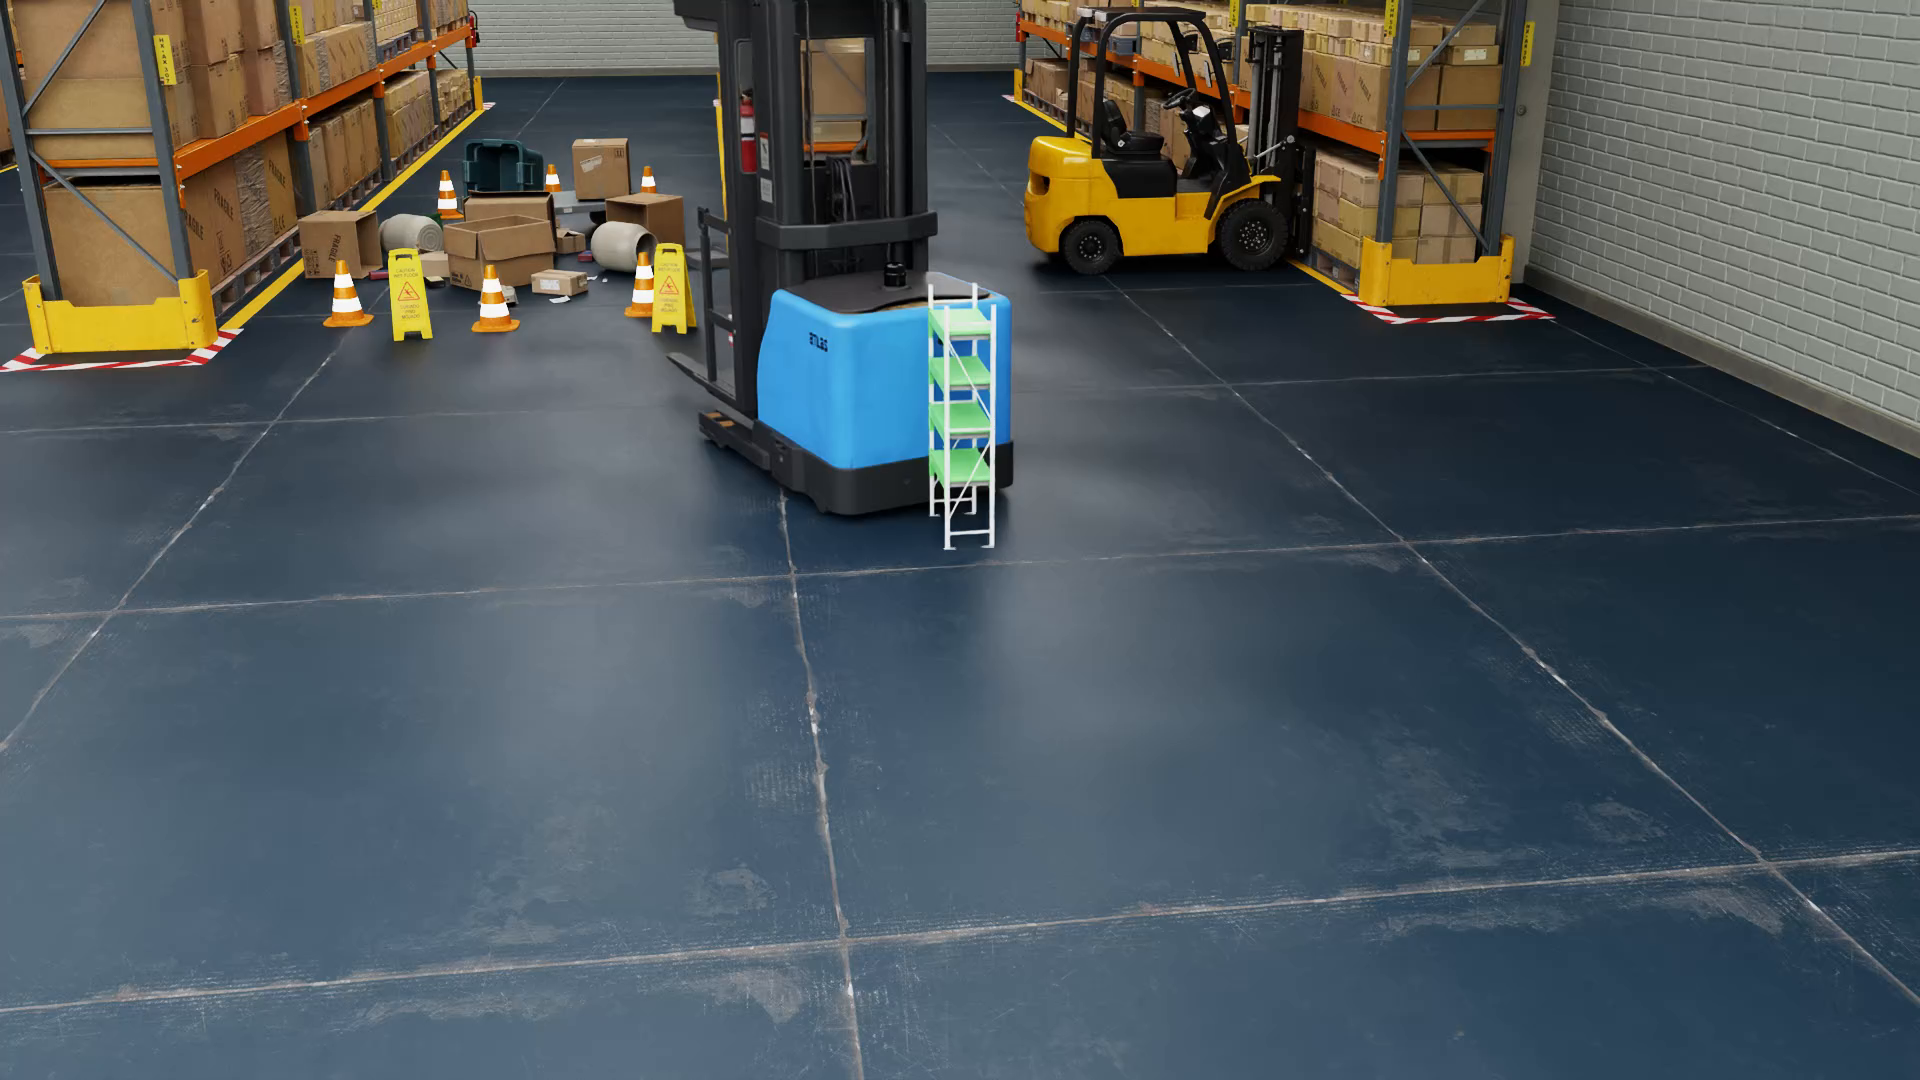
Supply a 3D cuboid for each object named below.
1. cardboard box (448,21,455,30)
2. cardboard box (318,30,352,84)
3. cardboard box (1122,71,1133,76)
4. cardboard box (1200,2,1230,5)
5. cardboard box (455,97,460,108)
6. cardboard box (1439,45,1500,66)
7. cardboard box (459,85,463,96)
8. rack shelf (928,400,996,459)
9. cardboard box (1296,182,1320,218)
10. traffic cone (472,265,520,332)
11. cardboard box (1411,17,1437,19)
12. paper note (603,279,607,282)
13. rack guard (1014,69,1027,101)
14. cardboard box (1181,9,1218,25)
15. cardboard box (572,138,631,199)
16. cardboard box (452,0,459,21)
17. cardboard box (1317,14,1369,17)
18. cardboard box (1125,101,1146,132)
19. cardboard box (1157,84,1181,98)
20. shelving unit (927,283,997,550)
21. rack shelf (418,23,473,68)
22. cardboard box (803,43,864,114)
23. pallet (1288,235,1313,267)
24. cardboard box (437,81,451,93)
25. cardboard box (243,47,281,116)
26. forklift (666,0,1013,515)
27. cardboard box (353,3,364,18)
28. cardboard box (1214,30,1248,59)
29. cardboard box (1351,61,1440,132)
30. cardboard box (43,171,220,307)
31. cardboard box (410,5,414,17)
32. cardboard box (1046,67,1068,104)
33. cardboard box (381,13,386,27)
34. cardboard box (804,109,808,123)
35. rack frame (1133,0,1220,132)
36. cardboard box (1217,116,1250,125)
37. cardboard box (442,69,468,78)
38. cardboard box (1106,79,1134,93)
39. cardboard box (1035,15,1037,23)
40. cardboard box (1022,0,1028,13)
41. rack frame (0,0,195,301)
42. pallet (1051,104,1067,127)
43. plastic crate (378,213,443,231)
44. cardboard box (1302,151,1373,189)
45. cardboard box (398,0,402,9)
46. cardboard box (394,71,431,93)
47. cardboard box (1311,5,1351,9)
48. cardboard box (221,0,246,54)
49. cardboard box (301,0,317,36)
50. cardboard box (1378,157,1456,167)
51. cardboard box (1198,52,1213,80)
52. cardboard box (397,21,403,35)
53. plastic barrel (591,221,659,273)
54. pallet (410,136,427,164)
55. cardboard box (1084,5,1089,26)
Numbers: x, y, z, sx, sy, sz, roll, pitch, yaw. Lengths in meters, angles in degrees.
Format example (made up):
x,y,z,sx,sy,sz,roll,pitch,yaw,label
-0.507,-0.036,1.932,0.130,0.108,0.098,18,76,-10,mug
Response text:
x,y,z,sx,sy,sz,roll,pitch,yaw,label
-7.847,-7.784,25.129,0.380,0.149,0.250,-4,21,-10,cardboard box
-6.588,-4.966,17.081,0.500,0.500,0.500,-3,21,-7,cardboard box
2.504,-6.548,23.505,0.380,0.149,0.250,-3,21,-7,cardboard box
3.051,-6.284,19.683,0.380,0.149,0.250,-2,21,-6,cardboard box
-7.753,-6.598,25.069,0.380,0.149,0.250,-3,21,-7,cardboard box
4.017,-3.832,13.119,0.380,0.149,0.250,-3,21,-9,cardboard box
-7.770,-6.828,25.259,0.380,0.149,0.250,-3,21,-7,cardboard box
0.006,-0.545,8.144,0.258,0.148,0.480,-3,21,-9,rack shelf
3.273,-2.998,14.571,0.500,0.250,0.500,-3,21,-9,cardboard box
-3.490,-1.821,12.430,0.336,0.463,0.334,-3,21,-8,traffic cone
3.832,-4.327,14.020,0.380,0.149,0.250,-2,21,-6,cardboard box
-3.010,-2.202,14.098,0.032,0.001,0.123,-3,21,-8,paper note
1.514,-7.693,28.099,1.175,0.500,0.348,-3,21,-8,rack guard
2.635,-5.722,18.180,0.380,0.149,0.250,-3,21,-9,cardboard box
-3.436,-3.567,15.971,0.500,0.500,0.500,-3,21,-8,cardboard box
-7.821,-8.044,24.898,0.500,0.500,0.500,-3,21,-8,cardboard box
3.322,-4.485,14.442,0.380,0.149,0.250,-3,21,-7,cardboard box
2.382,-5.282,21.043,0.500,0.500,0.500,-2,21,-6,cardboard box
2.762,-5.822,21.562,0.380,0.149,0.250,-3,21,-7,cardboard box
0.006,-0.605,8.121,0.258,1.200,0.503,-3,21,-9,shelving unit
-8.004,-7.325,24.568,1.077,0.370,4.000,-3,21,-8,rack shelf
-0.974,-3.642,13.113,0.500,0.500,0.500,-2,21,-6,cardboard box
3.485,-2.729,15.220,1.003,0.211,1.213,-3,21,-8,pallet
-7.643,-6.604,24.234,0.380,0.149,0.250,-2,21,-7,cardboard box
-6.396,-3.953,14.299,0.875,0.550,0.550,-3,21,-8,cardboard box
-0.878,-1.968,9.297,1.130,2.935,3.031,-11,23,-27,forklift
-7.015,-6.113,19.205,0.380,0.149,0.250,-3,21,-8,cardboard box
2.909,-5.057,16.968,0.500,0.250,0.500,-3,21,-9,cardboard box
3.478,-3.555,13.303,0.500,0.500,0.500,-3,21,-9,cardboard box
-6.149,-2.247,12.382,0.875,0.875,0.875,-3,21,-7,cardboard box
-7.424,-6.969,21.920,0.380,0.149,0.250,-3,21,-7,cardboard box
1.732,-7.042,25.756,0.700,0.500,0.500,-4,21,-10,cardboard box
-7.130,-6.253,20.006,0.380,0.149,0.250,-3,21,-8,cardboard box
-1.114,-3.559,13.816,0.380,0.149,0.250,-2,21,-6,cardboard box
2.656,-6.120,20.316,1.000,3.000,0.127,-3,21,-8,rack frame
3.042,-4.269,18.153,0.875,0.625,0.625,-3,21,-8,cardboard box
-7.965,-7.323,26.161,0.380,0.149,0.250,-3,21,-7,cardboard box
2.171,-6.069,22.223,0.380,0.149,0.250,-4,21,-10,cardboard box
1.409,-8.379,26.723,0.380,0.149,0.250,-2,21,-6,cardboard box
1.302,-8.789,27.249,0.500,0.250,0.500,-3,21,-7,cardboard box
-5.986,-2.814,11.464,1.000,3.000,0.127,-3,21,-8,rack frame
1.981,-6.437,25.149,1.003,0.211,1.213,-3,21,-8,pallet
-5.241,-2.915,15.670,0.450,0.188,0.662,-2,18,24,plastic crate
3.272,-3.222,14.456,0.500,0.250,0.500,-3,21,-7,cardboard box
-7.320,-6.839,21.148,0.380,0.149,0.250,-4,21,-10,cardboard box
-7.358,-6.101,22.165,0.500,0.250,0.500,-3,21,-9,cardboard box
3.573,-5.041,15.932,0.380,0.149,0.250,-3,21,-9,cardboard box
-6.407,-4.267,13.597,0.875,0.550,0.550,-3,21,-8,cardboard box
-6.788,-5.239,16.384,0.700,0.500,0.500,-3,21,-7,cardboard box
3.852,-3.076,14.067,0.500,0.250,0.500,-3,21,-8,cardboard box
2.823,-5.000,17.532,0.500,0.250,0.500,-3,21,-8,cardboard box
-7.272,-6.470,21.010,0.380,0.149,0.250,-2,21,-5,cardboard box
-2.898,-2.531,14.387,0.512,0.421,0.421,12,24,30,plastic barrel
-7.423,-4.970,21.221,1.003,0.211,1.213,-3,21,-8,pallet
1.900,-7.139,22.634,0.396,0.266,0.258,-2,21,-5,cardboard box
